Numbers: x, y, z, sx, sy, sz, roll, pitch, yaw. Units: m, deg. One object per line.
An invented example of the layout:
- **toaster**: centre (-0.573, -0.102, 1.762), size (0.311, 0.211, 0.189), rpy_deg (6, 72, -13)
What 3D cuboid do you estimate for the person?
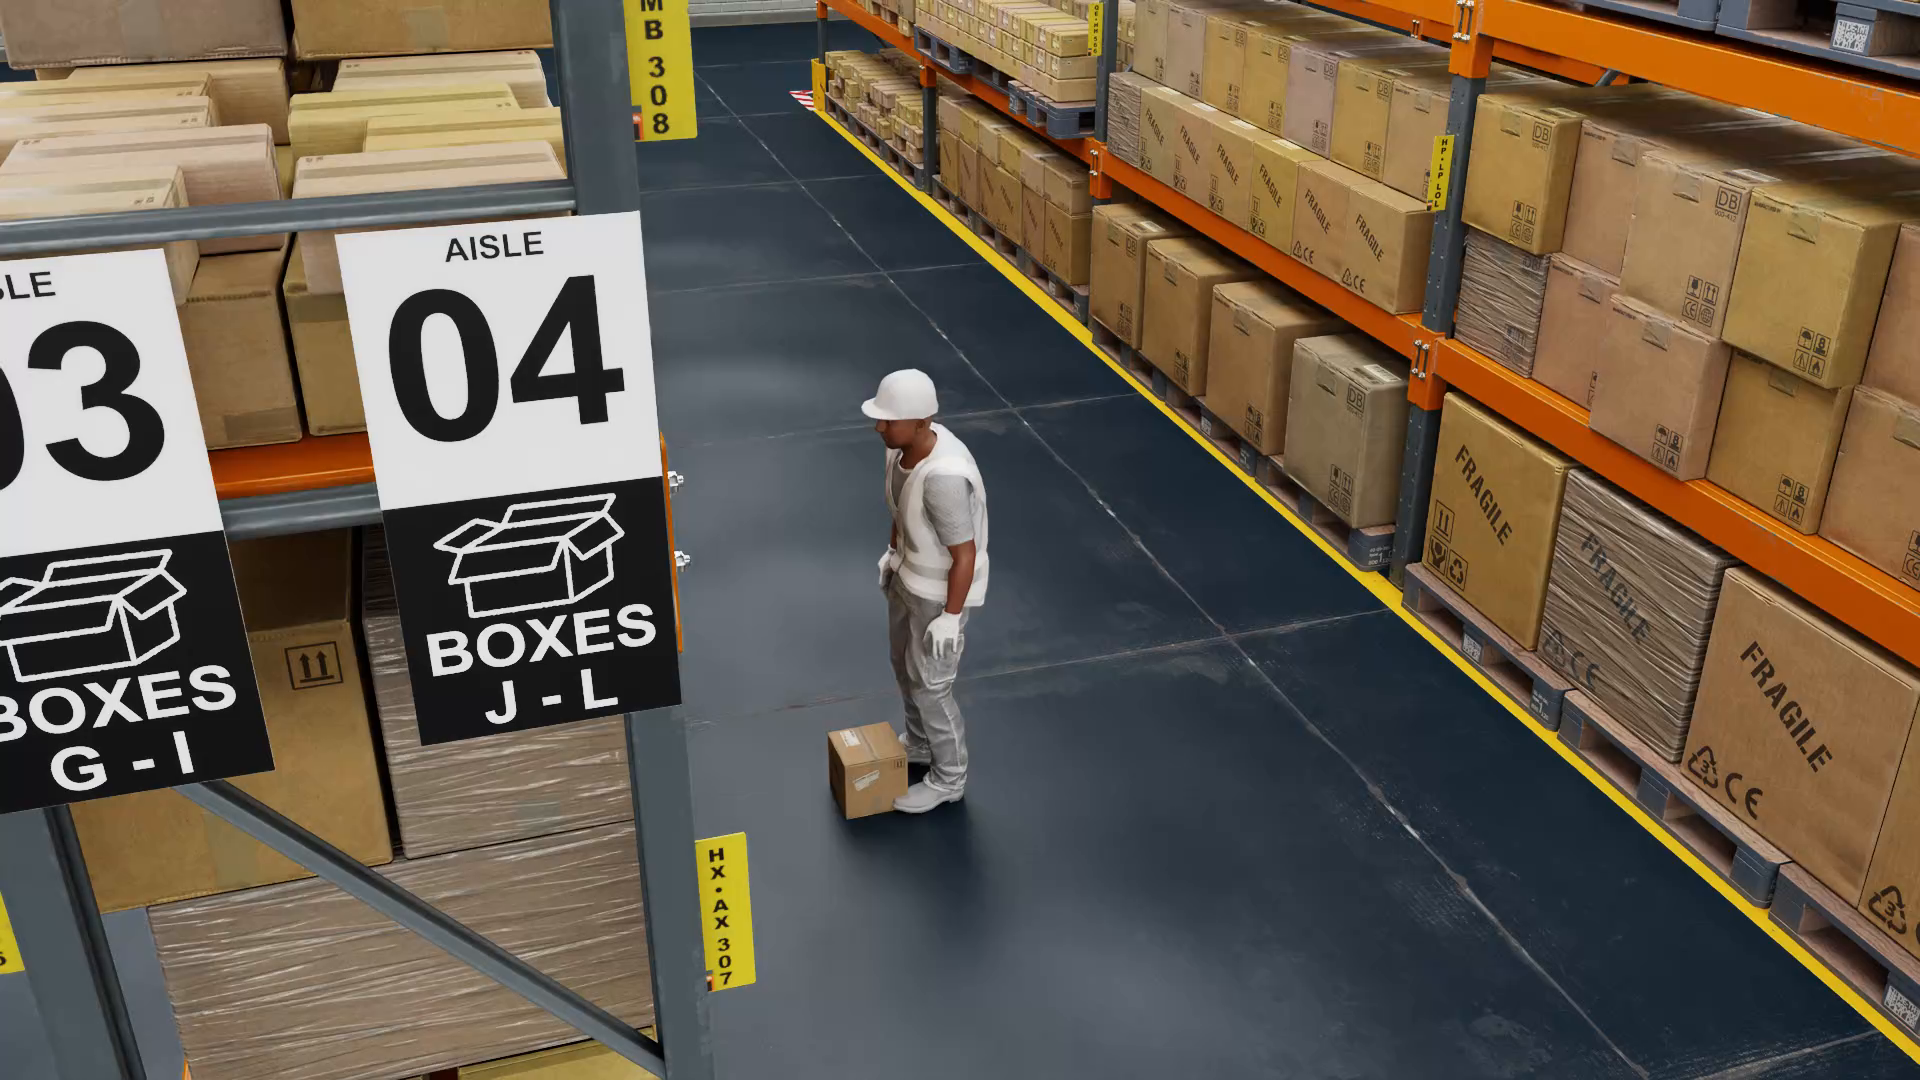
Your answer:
- **person**: centre (-0.139, 0.183, 6.227), size (0.452, 1.773, 0.625), rpy_deg (-10, 28, -19)
